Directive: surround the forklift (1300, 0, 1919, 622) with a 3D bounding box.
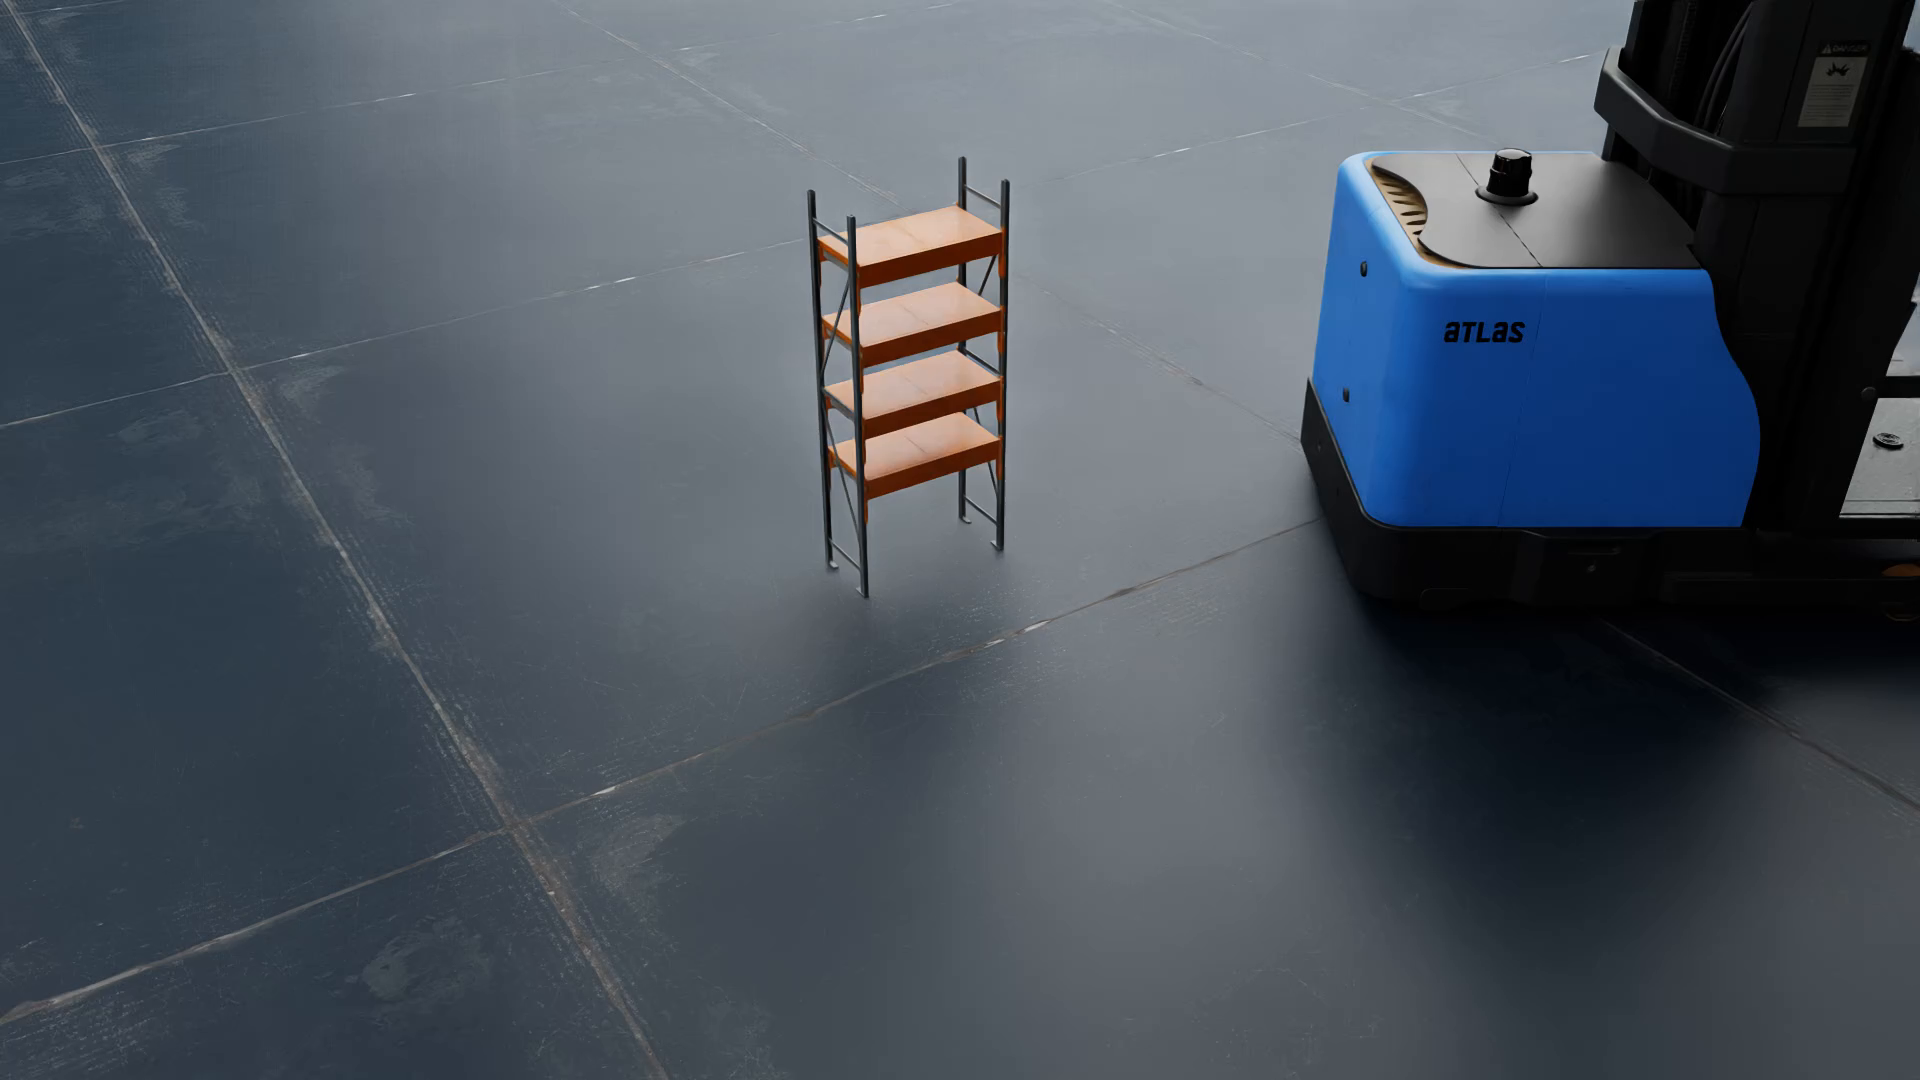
[{"bbox_3d":[2.671,-1.287,4.542,3.031,2.935,1.130,0,32,0],"label":"forklift"}]

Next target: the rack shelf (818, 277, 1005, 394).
[{"bbox_3d":[-0.139,-0.592,4.771,0.480,0.148,0.258,-19,37,-27],"label":"rack shelf"}]

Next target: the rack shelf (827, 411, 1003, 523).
[{"bbox_3d":[-0.139,-0.235,4.996,0.480,0.148,0.258,-19,37,-27],"label":"rack shelf"}]

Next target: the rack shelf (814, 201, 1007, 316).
[{"bbox_3d":[-0.139,-0.792,4.644,0.480,0.148,0.258,-19,37,-27],"label":"rack shelf"}]

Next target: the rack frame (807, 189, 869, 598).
[{"bbox_3d":[-0.344,-0.389,4.742,0.015,1.200,0.240,-19,37,-27],"label":"rack frame"}]

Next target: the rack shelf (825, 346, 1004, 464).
[{"bbox_3d":[-0.139,-0.403,4.890,0.480,0.148,0.258,-19,37,-27],"label":"rack shelf"}]

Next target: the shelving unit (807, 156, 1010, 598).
[{"bbox_3d":[-0.139,-0.460,4.854,0.503,1.200,0.258,-19,37,-27],"label":"shelving unit"}]

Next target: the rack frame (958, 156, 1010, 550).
[{"bbox_3d":[0.066,-0.530,4.966,0.015,1.200,0.240,-19,37,-27],"label":"rack frame"}]
